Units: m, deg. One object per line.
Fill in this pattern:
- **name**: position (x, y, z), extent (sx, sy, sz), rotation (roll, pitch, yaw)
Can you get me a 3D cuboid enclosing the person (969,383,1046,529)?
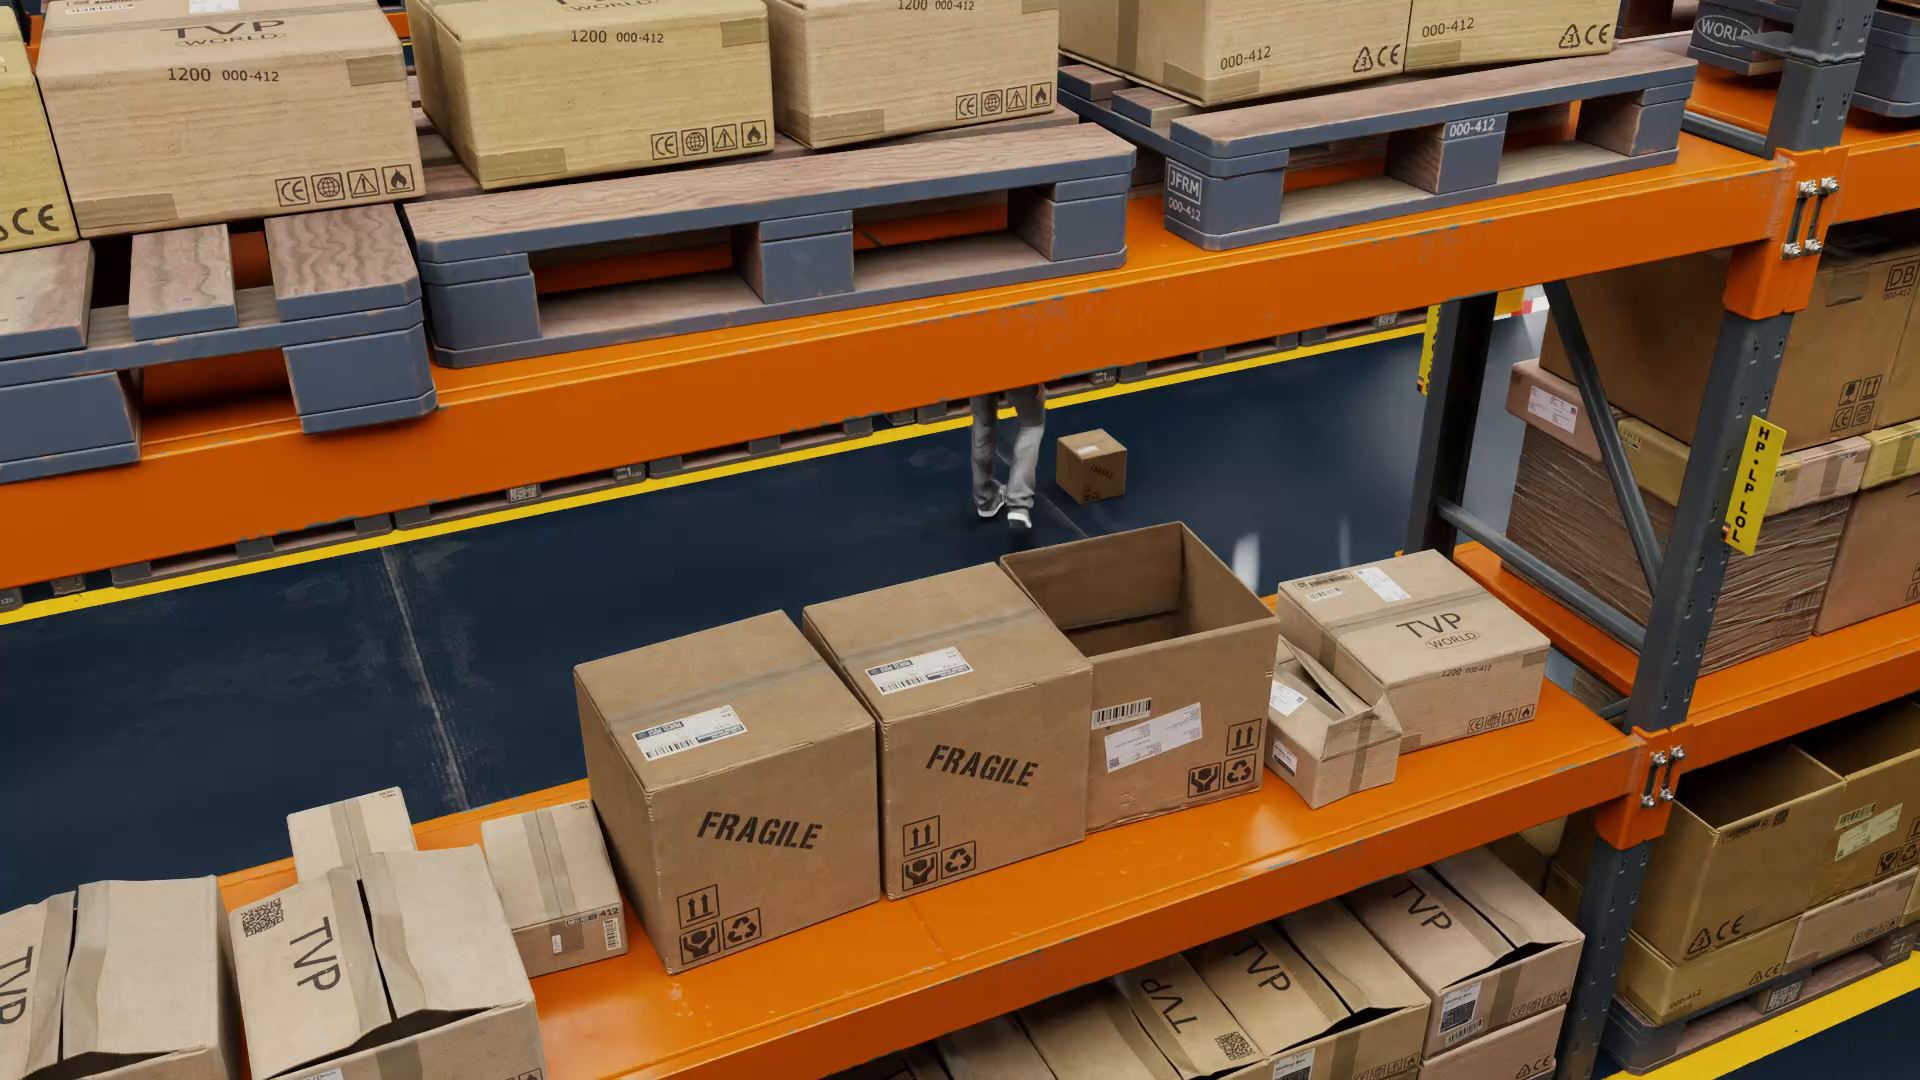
- **person**: position (0.188, -0.784, 7.477), extent (0.430, 1.593, 0.519), rotation (10, 31, 17)
